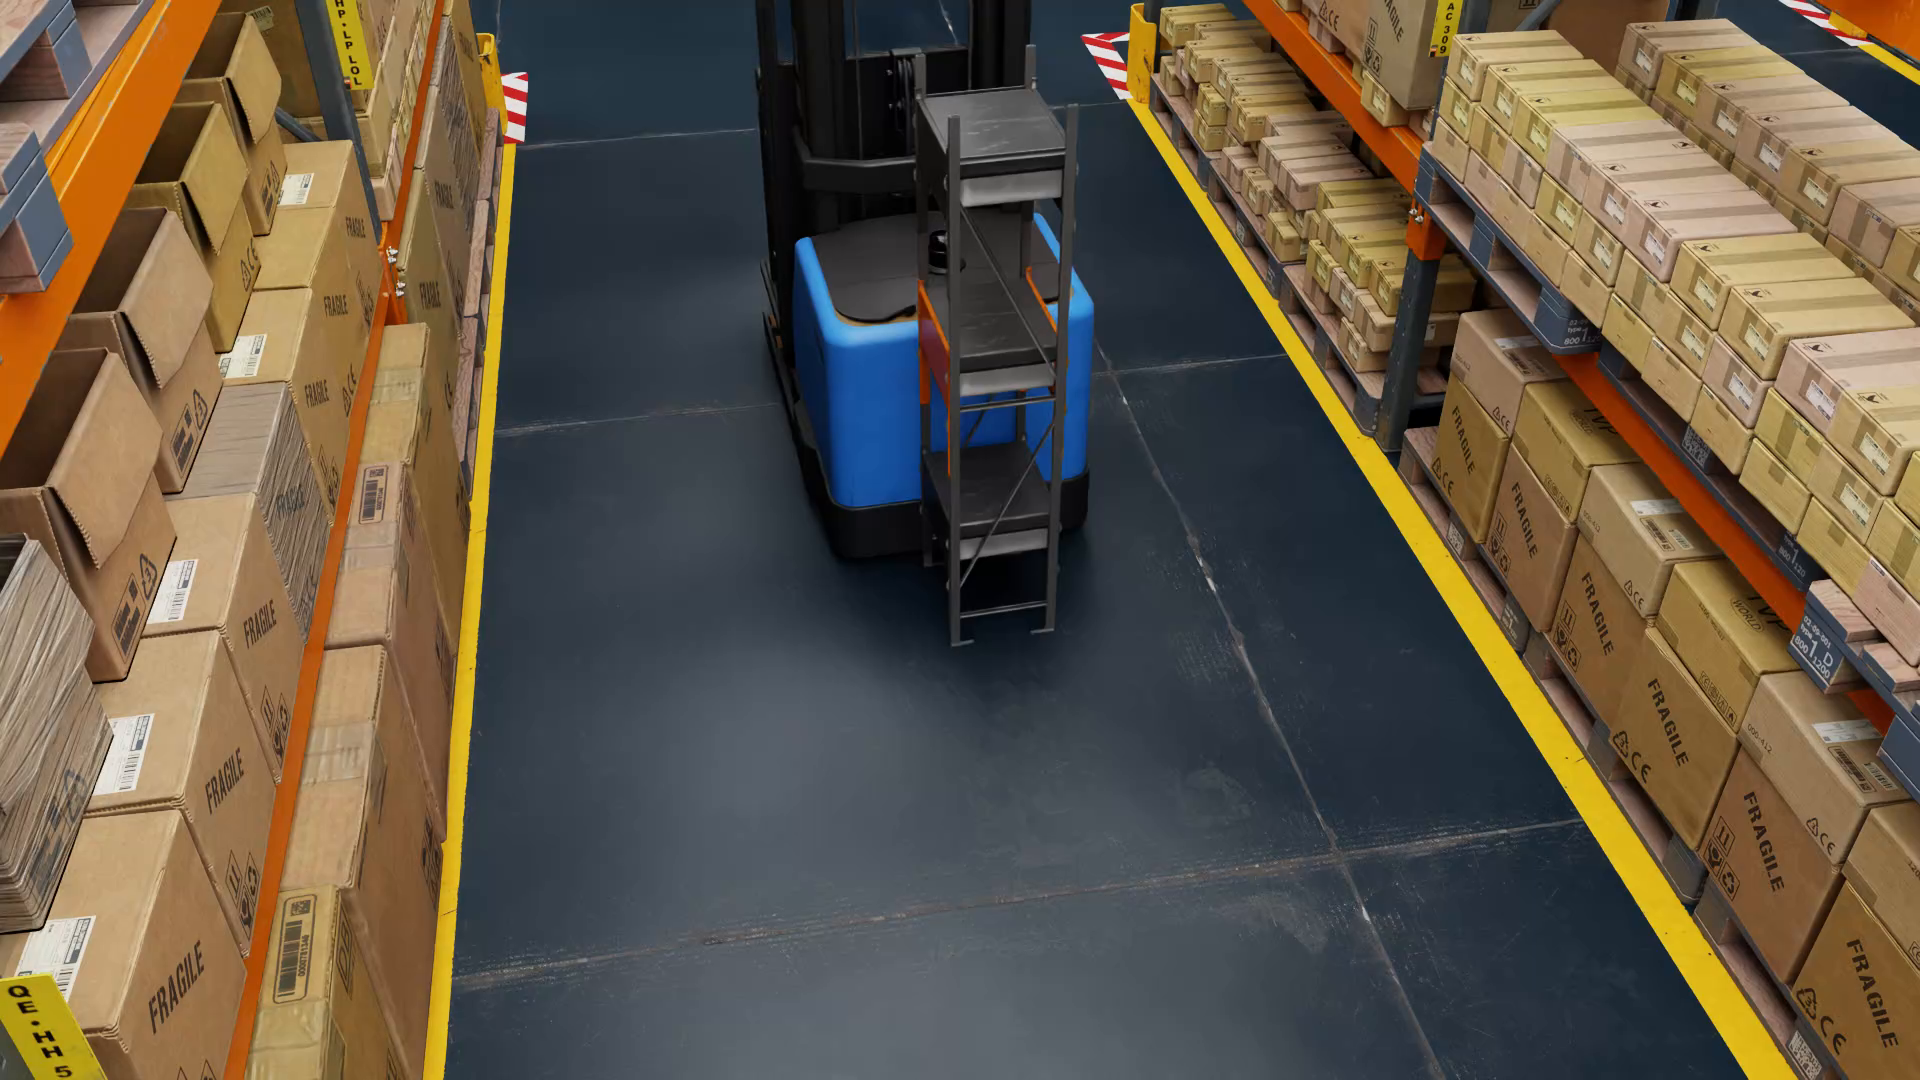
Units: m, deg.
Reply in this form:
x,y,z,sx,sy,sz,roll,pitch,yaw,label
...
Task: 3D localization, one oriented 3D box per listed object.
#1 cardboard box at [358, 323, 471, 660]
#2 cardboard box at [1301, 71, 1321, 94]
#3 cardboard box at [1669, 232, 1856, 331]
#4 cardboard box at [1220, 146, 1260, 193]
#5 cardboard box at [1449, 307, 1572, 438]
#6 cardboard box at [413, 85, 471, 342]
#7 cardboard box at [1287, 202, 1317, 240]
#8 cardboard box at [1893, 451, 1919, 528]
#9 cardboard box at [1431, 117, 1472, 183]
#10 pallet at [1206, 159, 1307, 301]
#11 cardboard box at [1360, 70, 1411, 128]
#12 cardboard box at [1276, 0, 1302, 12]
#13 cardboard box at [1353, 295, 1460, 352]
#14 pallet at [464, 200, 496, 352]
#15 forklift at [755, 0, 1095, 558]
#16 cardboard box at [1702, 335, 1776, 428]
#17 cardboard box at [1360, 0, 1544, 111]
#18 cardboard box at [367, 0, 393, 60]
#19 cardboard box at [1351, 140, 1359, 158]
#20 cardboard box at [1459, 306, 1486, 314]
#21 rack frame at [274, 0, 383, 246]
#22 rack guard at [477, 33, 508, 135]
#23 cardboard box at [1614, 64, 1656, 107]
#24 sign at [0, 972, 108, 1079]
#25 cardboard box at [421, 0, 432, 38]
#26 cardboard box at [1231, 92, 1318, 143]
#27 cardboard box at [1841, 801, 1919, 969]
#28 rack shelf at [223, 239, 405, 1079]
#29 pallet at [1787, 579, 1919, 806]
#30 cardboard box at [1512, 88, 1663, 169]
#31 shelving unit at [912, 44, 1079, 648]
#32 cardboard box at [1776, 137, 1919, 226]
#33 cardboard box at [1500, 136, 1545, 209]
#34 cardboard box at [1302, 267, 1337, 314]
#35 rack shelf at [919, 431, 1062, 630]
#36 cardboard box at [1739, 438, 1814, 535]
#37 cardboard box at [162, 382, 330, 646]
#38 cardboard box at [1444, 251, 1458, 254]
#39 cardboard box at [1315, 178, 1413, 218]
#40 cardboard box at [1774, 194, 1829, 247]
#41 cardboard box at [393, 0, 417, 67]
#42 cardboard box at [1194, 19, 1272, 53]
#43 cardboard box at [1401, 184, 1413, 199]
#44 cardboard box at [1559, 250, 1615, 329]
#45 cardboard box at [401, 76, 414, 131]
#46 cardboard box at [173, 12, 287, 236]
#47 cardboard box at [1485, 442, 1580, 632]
x,y,z,sx,sy,sz,roll,pitch,yaw,label
-2.446,-0.118,5.846,1.225,0.875,0.875,-6,38,-8,cardboard box
2.105,-2.582,9.125,0.380,0.149,0.250,-8,39,-10,cardboard box
2.217,-0.719,4.607,0.380,0.149,0.250,-5,38,-7,cardboard box
1.608,-1.984,8.841,0.380,0.149,0.250,-8,39,-10,cardboard box
2.192,-0.648,6.223,0.500,0.250,0.500,-8,39,-10,cardboard box
-2.773,-1.453,7.565,0.875,0.875,0.875,-6,38,-8,cardboard box
1.819,-1.597,8.100,0.380,0.149,0.250,-5,38,-7,cardboard box
2.399,-0.090,3.799,0.380,0.149,0.250,-5,38,-7,cardboard box
1.939,-1.427,6.004,0.380,0.149,0.250,-8,39,-10,cardboard box
1.953,-1.687,8.749,1.003,0.211,1.213,-6,38,-8,pallet
1.890,-1.840,6.878,0.380,0.149,0.250,-7,38,-9,cardboard box
1.697,-2.632,7.898,0.380,0.149,0.250,-6,38,-7,cardboard box
1.955,-0.961,7.281,0.380,0.149,0.250,-6,38,-7,cardboard box
-2.852,-1.280,8.226,1.003,0.211,1.213,-6,38,-8,pallet
-0.314,-1.968,6.945,1.129,2.867,3.031,-8,39,-10,forklift
2.261,-0.444,4.497,0.380,0.149,0.250,-5,38,-7,cardboard box
1.960,-2.066,6.641,0.500,0.500,0.500,-6,38,-8,cardboard box
-2.489,-2.145,6.334,0.500,0.500,0.500,-6,38,-8,cardboard box
2.218,-2.151,8.813,0.380,0.149,0.250,-4,38,-6,cardboard box
2.529,-1.103,7.706,0.380,0.149,0.250,-5,38,-7,cardboard box
-2.578,-1.175,5.818,1.000,3.000,0.127,-6,38,-8,rack frame
-3.284,-2.619,9.713,1.175,0.500,0.348,-6,38,-8,rack guard
2.587,-1.613,6.001,0.380,0.149,0.250,-5,38,-7,cardboard box
-1.344,0.751,2.460,0.100,0.325,0.005,-6,38,-8,sign
-2.625,-2.389,7.585,0.380,0.149,0.250,-6,38,-7,cardboard box
1.629,-2.193,8.624,0.380,0.149,0.250,-6,38,-7,cardboard box
2.646,0.909,4.219,0.500,0.250,0.500,-7,38,-9,cardboard box
-2.227,0.317,4.484,1.077,0.370,4.000,-6,38,-8,rack shelf
2.794,0.425,3.914,1.213,0.211,1.003,-6,38,-8,pallet
2.036,-1.339,5.406,0.380,0.149,0.250,-6,38,-8,cardboard box
0.106,-0.603,5.815,0.431,2.100,0.503,-8,39,-10,shelving unit
2.763,-1.102,5.101,0.380,0.149,0.250,-7,38,-9,cardboard box
2.032,-1.232,5.511,0.380,0.149,0.250,-5,38,-7,cardboard box
1.846,-1.207,7.840,0.380,0.149,0.250,-7,38,-9,cardboard box
0.106,-0.040,6.253,0.431,0.518,0.480,-8,39,-10,rack shelf
2.309,-0.166,4.381,0.380,0.149,0.250,-8,39,-10,cardboard box
-1.966,-0.044,4.280,0.500,0.500,0.500,-6,38,-8,cardboard box
2.363,-1.345,7.775,0.380,0.149,0.250,-6,38,-8,cardboard box
1.901,-1.574,7.828,0.380,0.149,0.250,-5,38,-6,cardboard box
2.772,-0.982,5.188,0.380,0.149,0.250,-8,39,-10,cardboard box
-2.581,-2.159,6.963,0.500,0.250,0.500,-5,38,-7,cardboard box
1.546,-2.832,9.447,0.380,0.149,0.250,-6,38,-7,cardboard box
2.315,-1.628,7.897,0.380,0.149,0.250,-7,38,-9,cardboard box
2.121,-0.803,5.201,0.380,0.149,0.250,-8,39,-10,cardboard box
-2.443,-1.767,6.784,0.380,0.149,0.250,-7,38,-9,cardboard box
-2.458,-1.226,4.984,0.797,0.503,0.637,-7,38,-9,cardboard box
2.286,-0.032,6.042,0.500,0.500,0.500,-5,38,-6,cardboard box
